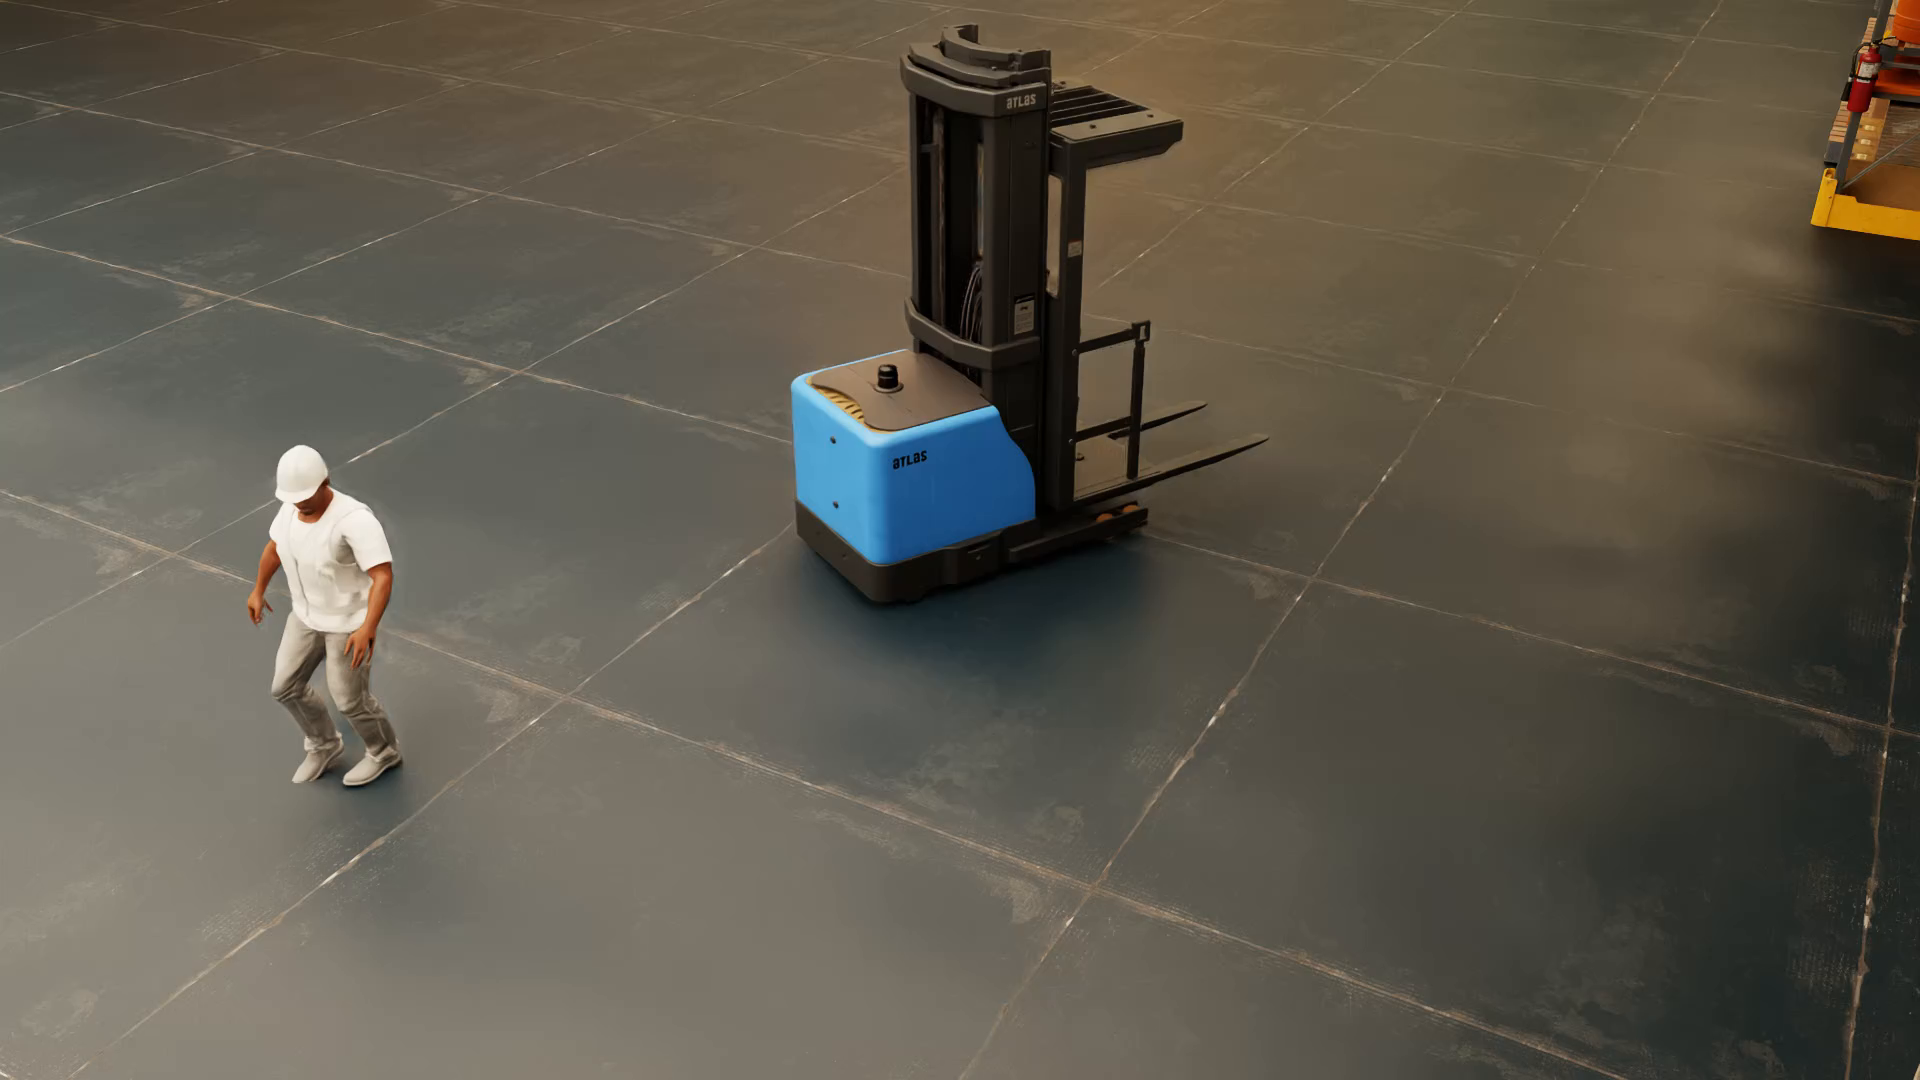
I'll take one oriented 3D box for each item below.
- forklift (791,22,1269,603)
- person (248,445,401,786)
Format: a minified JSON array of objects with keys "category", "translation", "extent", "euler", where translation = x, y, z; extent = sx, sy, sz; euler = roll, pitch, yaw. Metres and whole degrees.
[{"category":"forklift","translation":[0.537,-1.466,9.611],"extent":[3.031,2.935,1.130],"euler":[-18,34,-28]},{"category":"person","translation":[-2.899,0.390,7.626],"extent":[0.966,1.785,0.497],"euler":[19,35,29]}]
